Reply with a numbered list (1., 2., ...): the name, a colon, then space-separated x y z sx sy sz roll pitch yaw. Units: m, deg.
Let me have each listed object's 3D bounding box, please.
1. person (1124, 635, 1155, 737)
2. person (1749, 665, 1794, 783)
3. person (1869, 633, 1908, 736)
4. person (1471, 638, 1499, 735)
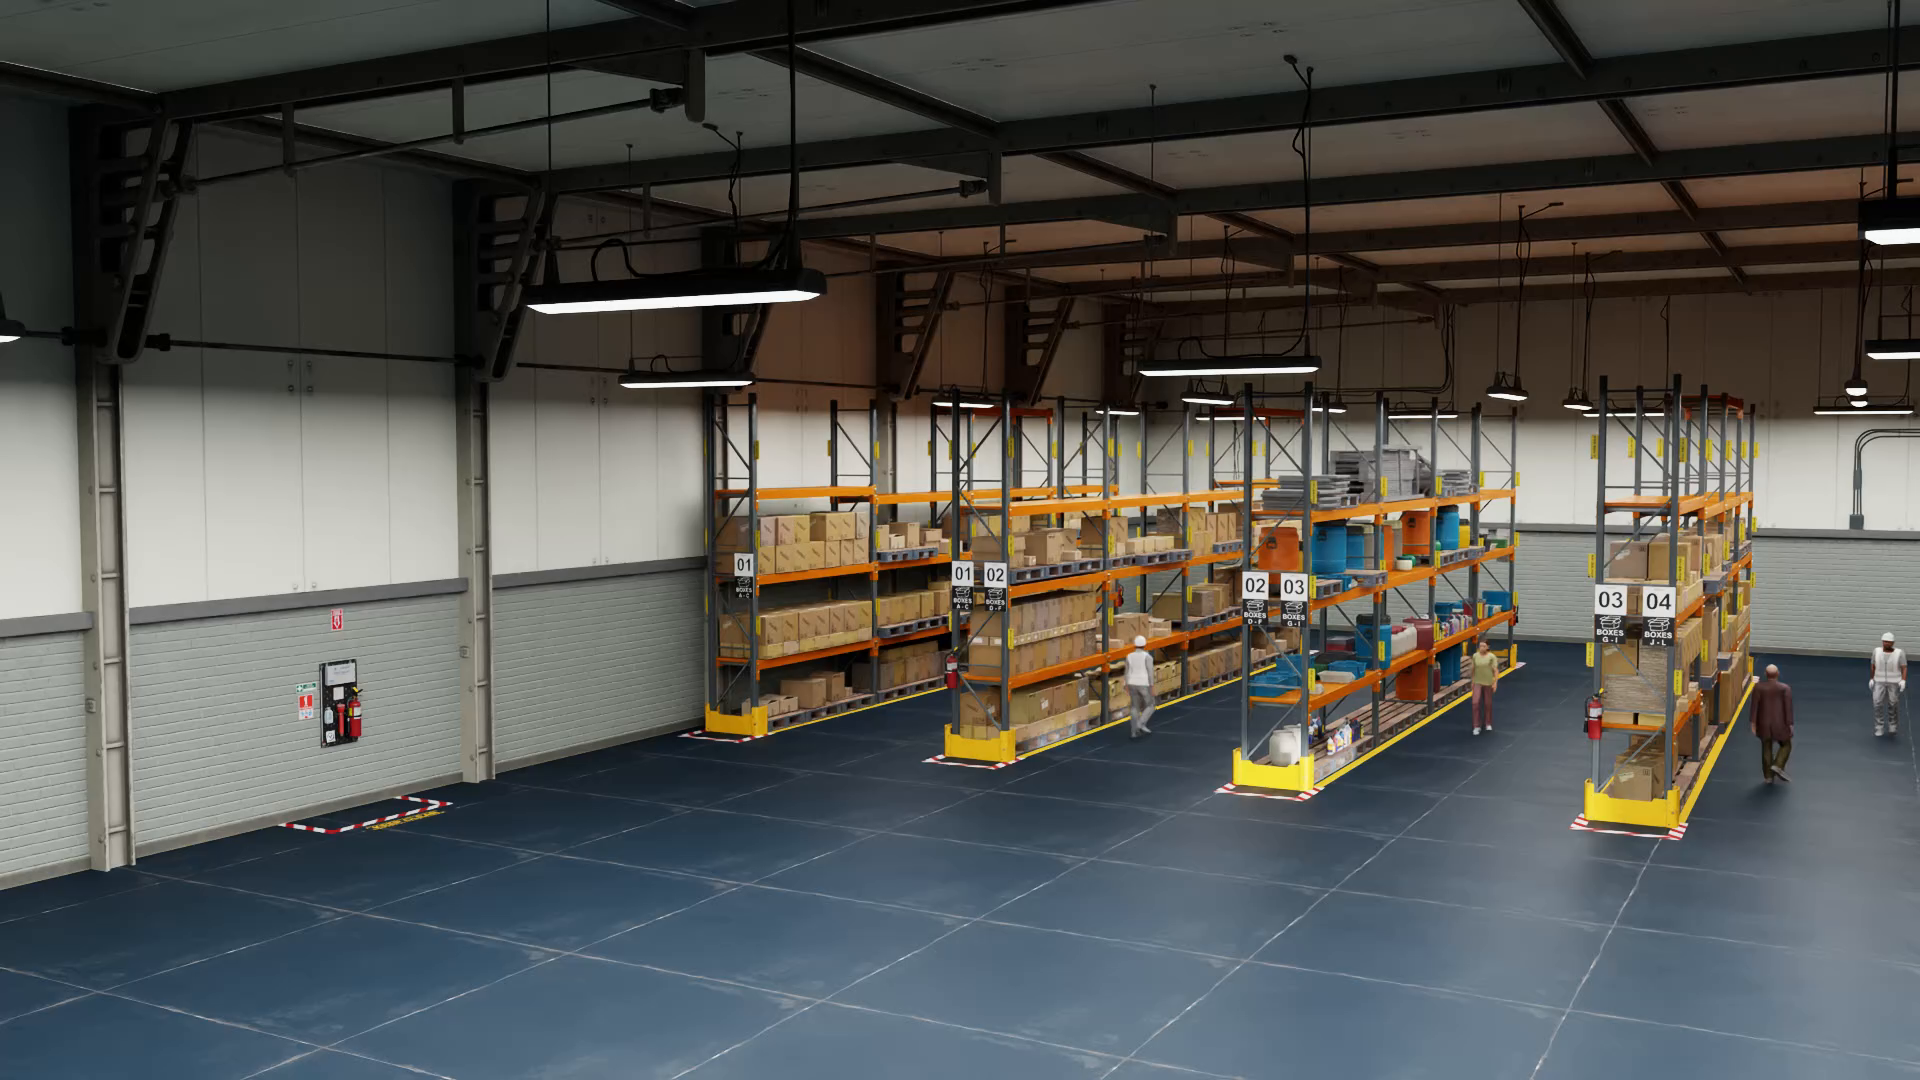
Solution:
1. person: 3.122 2.546 28.984 0.569 1.763 0.478 2 4 37
2. person: 12.184 2.763 24.971 0.616 1.776 0.564 2 4 32
3. person: 16.346 2.549 29.299 0.610 1.840 0.532 3 4 40
4. person: 9.296 2.582 29.486 0.490 1.698 0.646 2 4 28
